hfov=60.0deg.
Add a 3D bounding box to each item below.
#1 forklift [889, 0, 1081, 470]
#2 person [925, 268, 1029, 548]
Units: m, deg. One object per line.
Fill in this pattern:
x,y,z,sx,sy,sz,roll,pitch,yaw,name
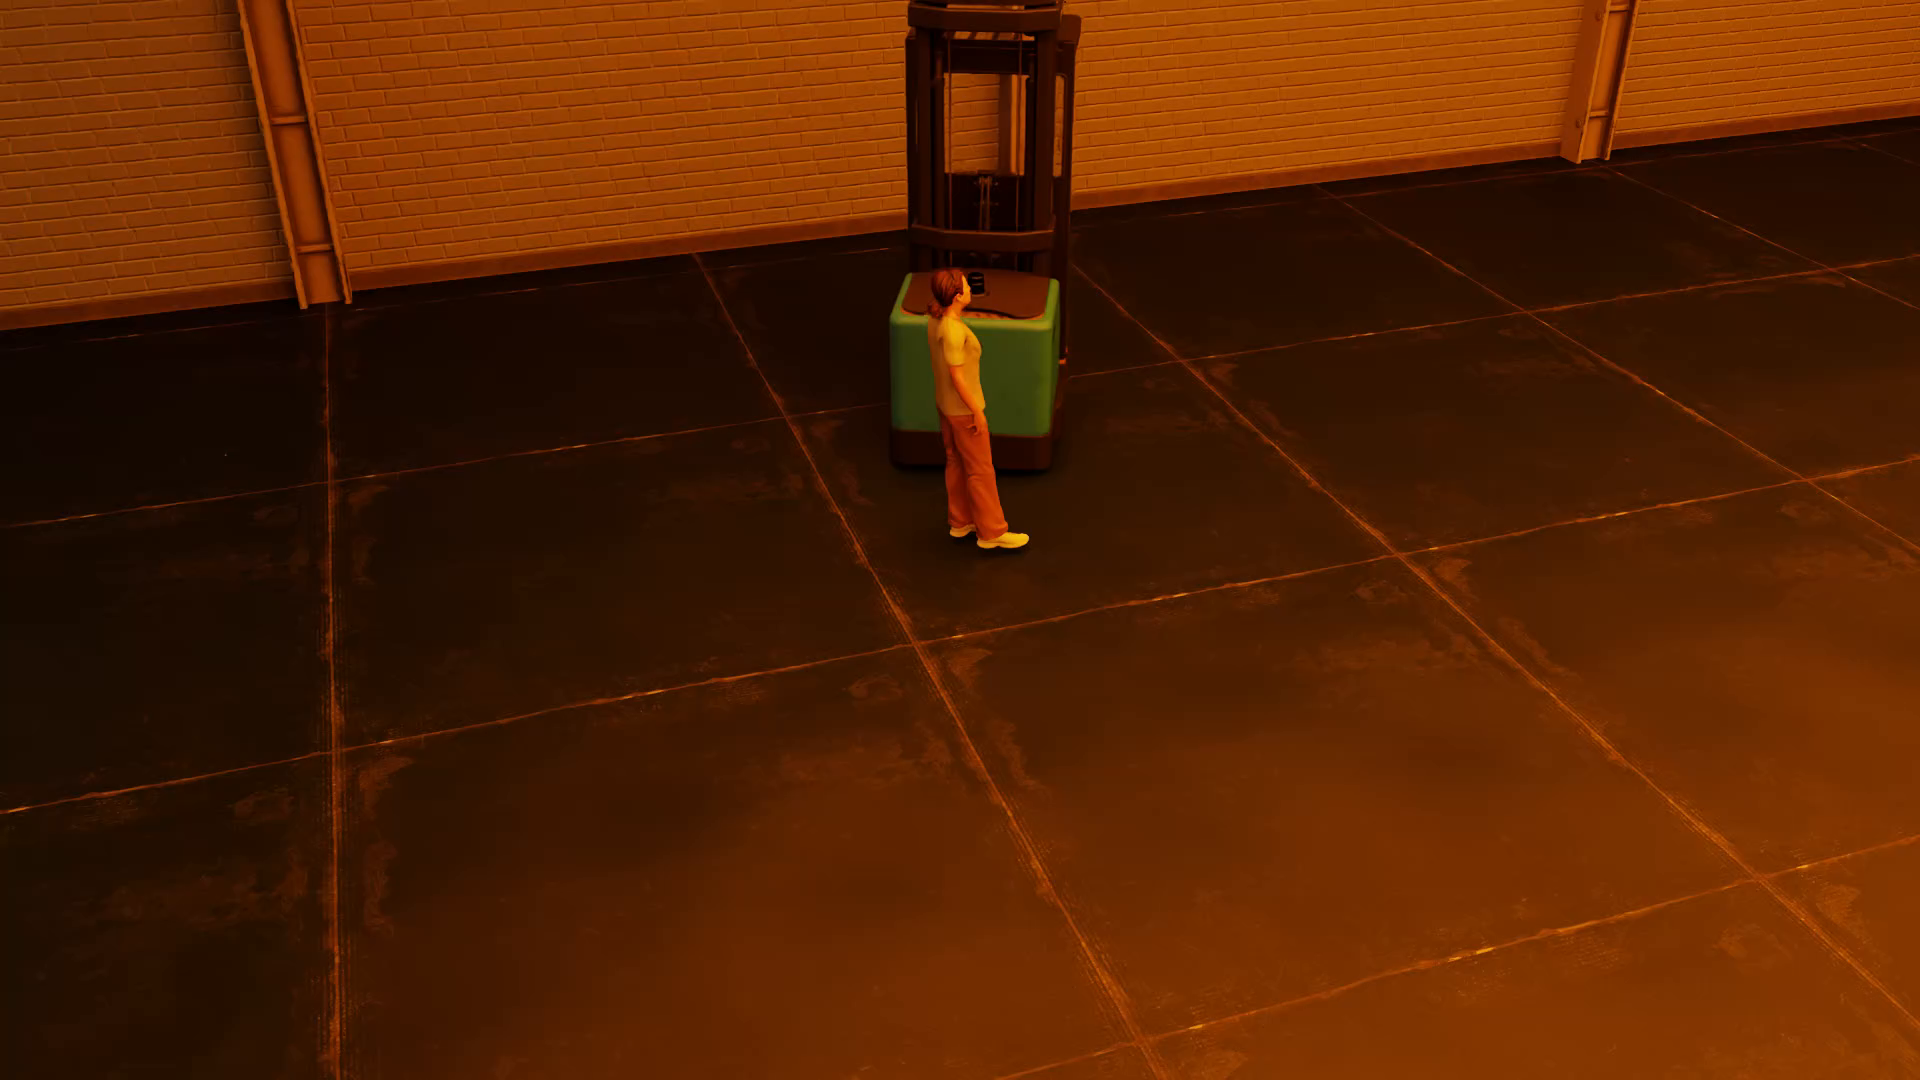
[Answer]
0.222,-2.427,11.305,1.130,2.935,3.031,3,30,6,forklift
0.073,-0.774,9.595,0.549,1.676,0.553,-10,31,-16,person
